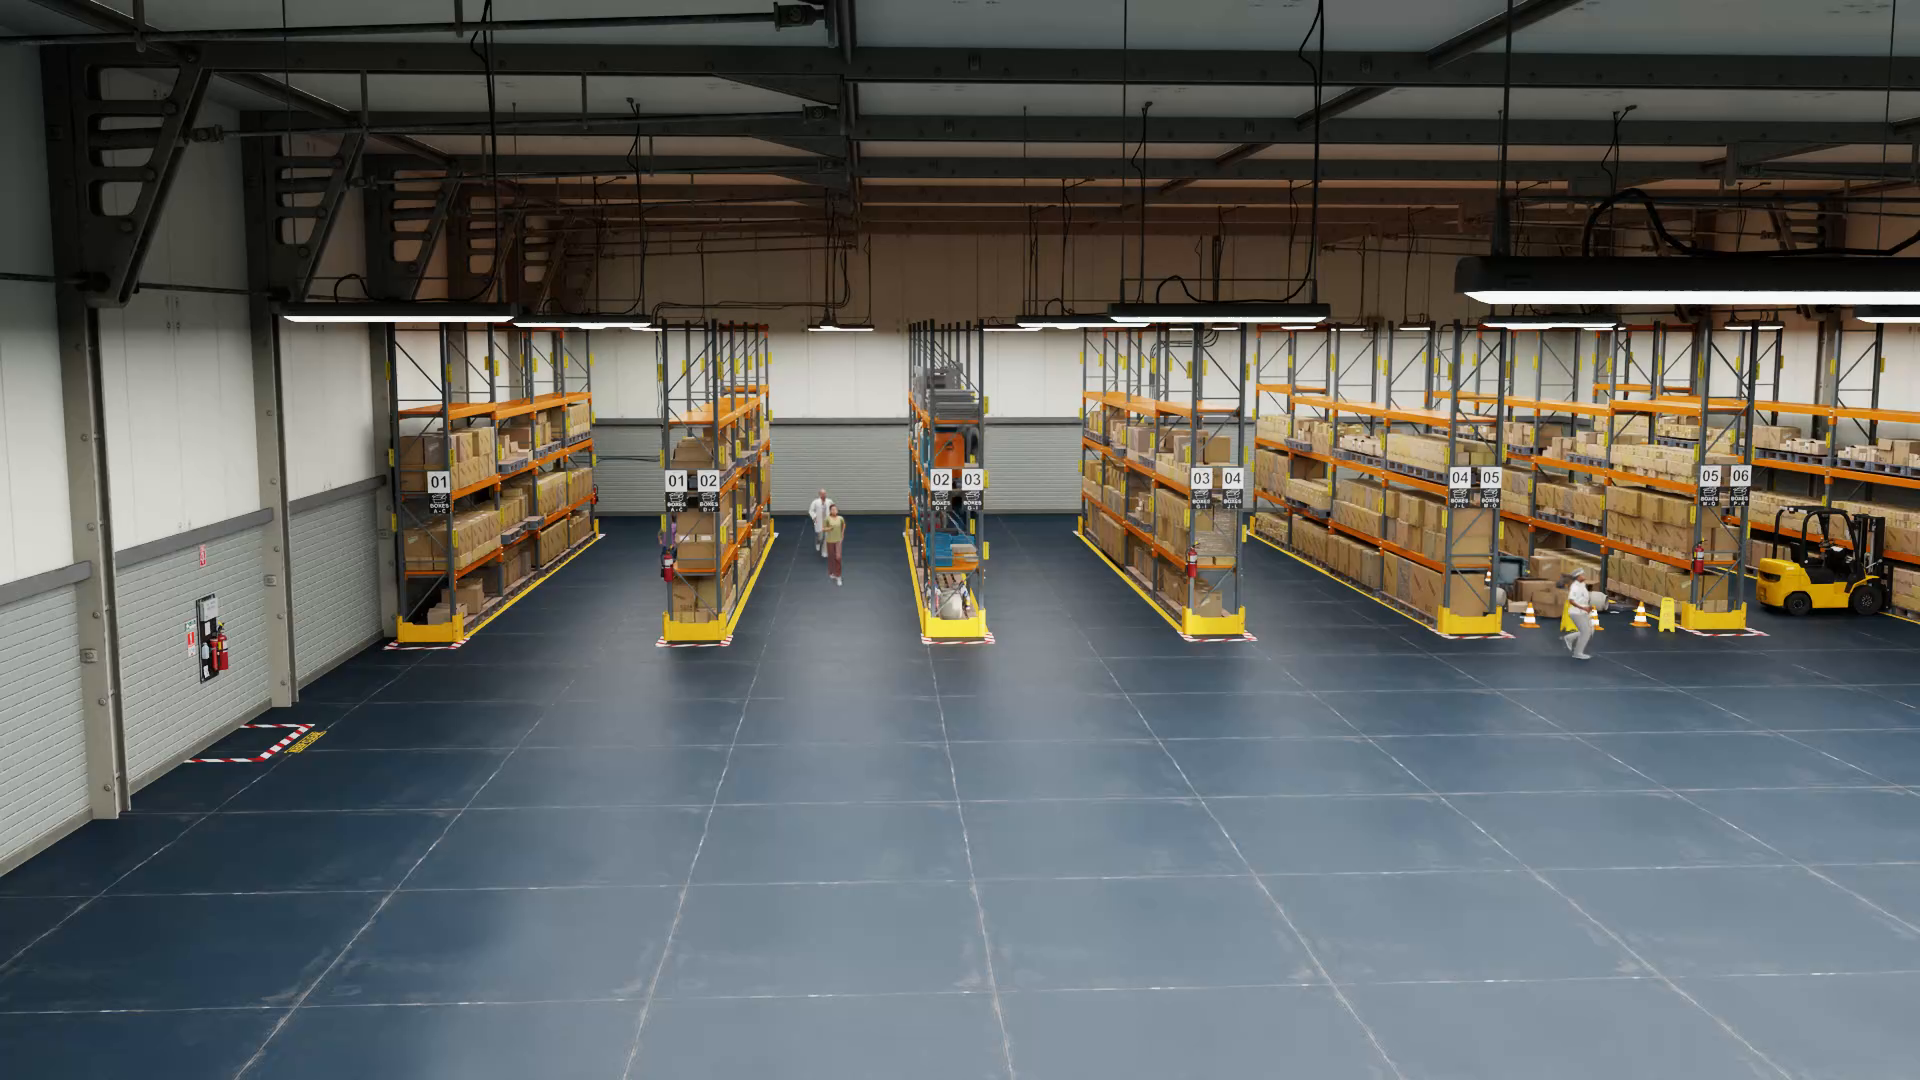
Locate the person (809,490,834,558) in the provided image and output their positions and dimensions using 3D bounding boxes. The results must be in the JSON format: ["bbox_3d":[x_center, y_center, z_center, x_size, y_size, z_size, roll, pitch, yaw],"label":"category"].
[{"bbox_3d":[-3.532,-0.437,42.928,0.708,1.738,0.789,-2,7,-16],"label":"person"}]

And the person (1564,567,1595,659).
[{"bbox_3d":[10.960,1.284,29.481,0.530,1.639,0.609,5,9,36],"label":"person"}]

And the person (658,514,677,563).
[{"bbox_3d":[-6.788,0.159,38.846,0.529,1.558,0.534,-1,7,-12],"label":"person"}]

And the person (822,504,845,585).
[{"bbox_3d":[-2.770,0.102,36.649,0.559,1.747,0.659,-1,7,-12],"label":"person"}]
